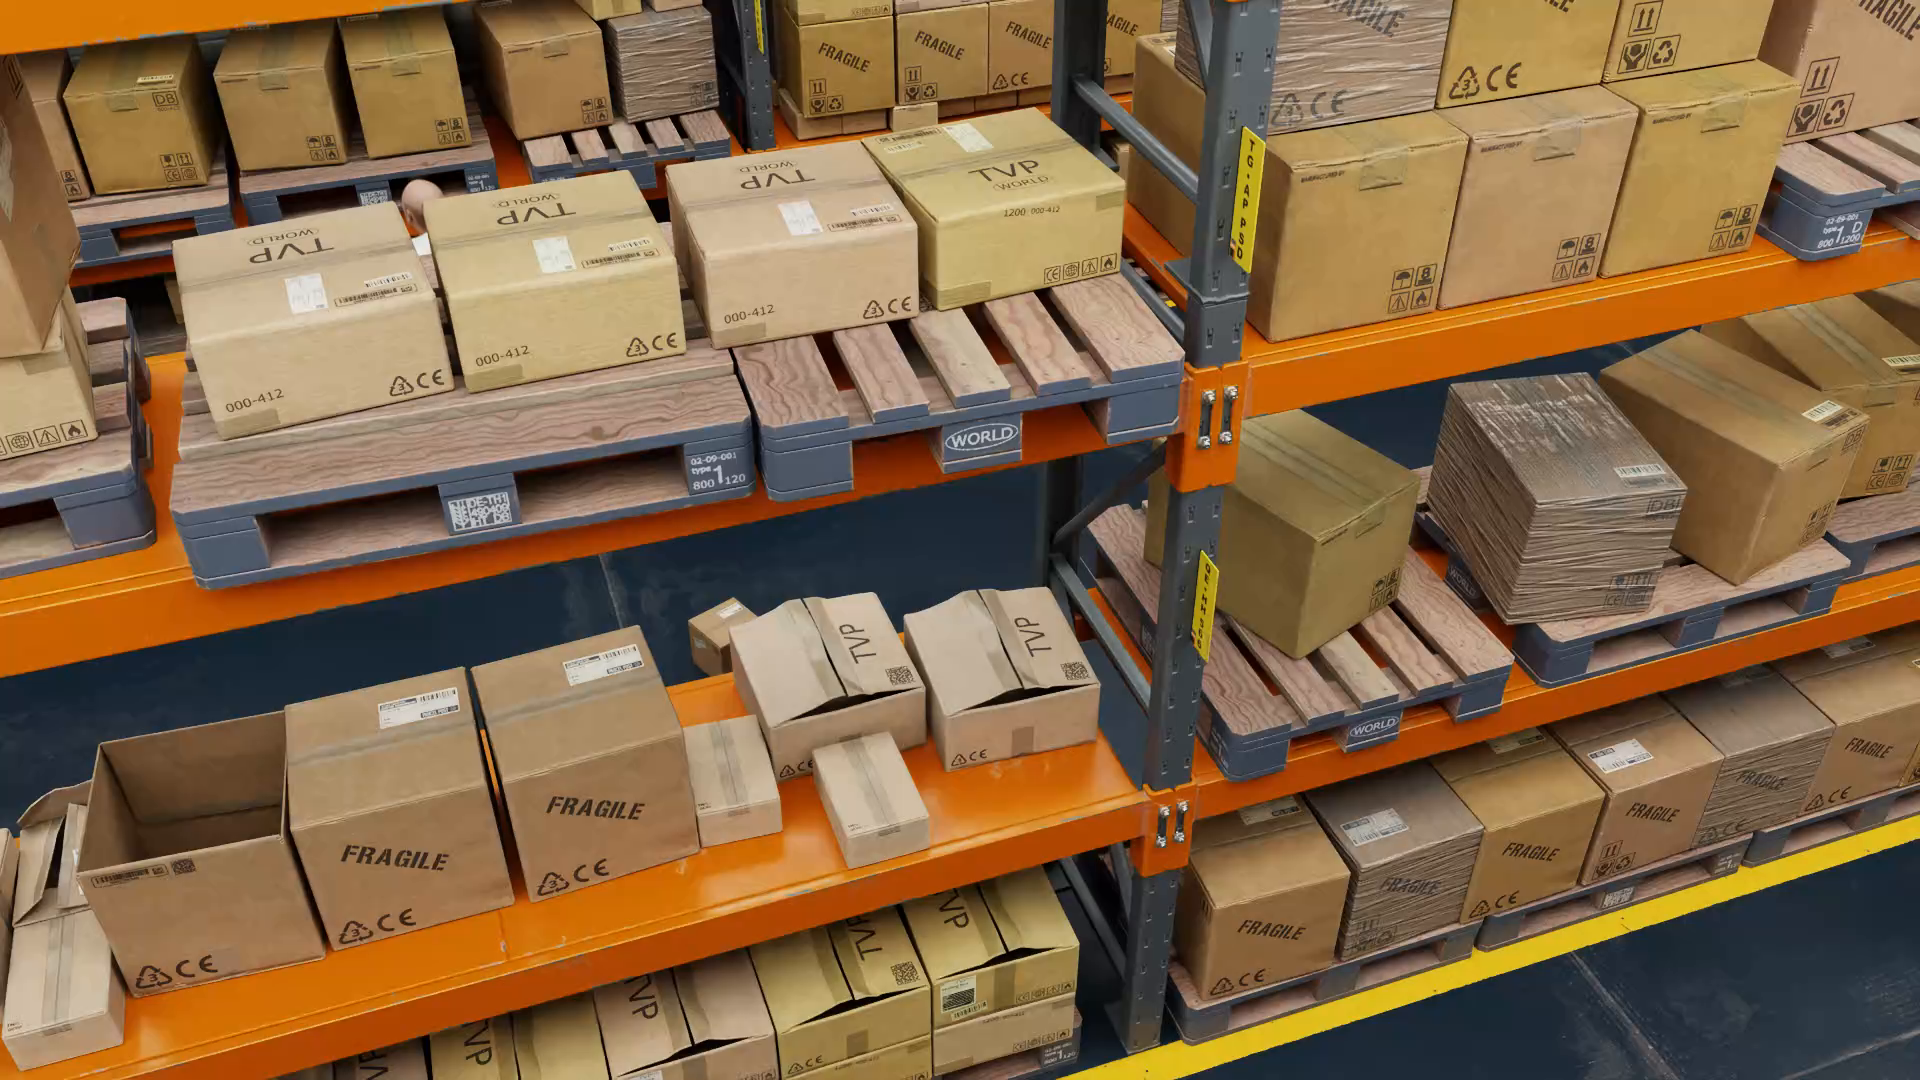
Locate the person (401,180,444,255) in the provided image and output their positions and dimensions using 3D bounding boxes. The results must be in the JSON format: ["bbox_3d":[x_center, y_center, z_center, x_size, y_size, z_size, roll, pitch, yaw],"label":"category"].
[{"bbox_3d":[-2.473,-0.904,7.981,0.390,1.790,0.576,19,41,23],"label":"person"}]
